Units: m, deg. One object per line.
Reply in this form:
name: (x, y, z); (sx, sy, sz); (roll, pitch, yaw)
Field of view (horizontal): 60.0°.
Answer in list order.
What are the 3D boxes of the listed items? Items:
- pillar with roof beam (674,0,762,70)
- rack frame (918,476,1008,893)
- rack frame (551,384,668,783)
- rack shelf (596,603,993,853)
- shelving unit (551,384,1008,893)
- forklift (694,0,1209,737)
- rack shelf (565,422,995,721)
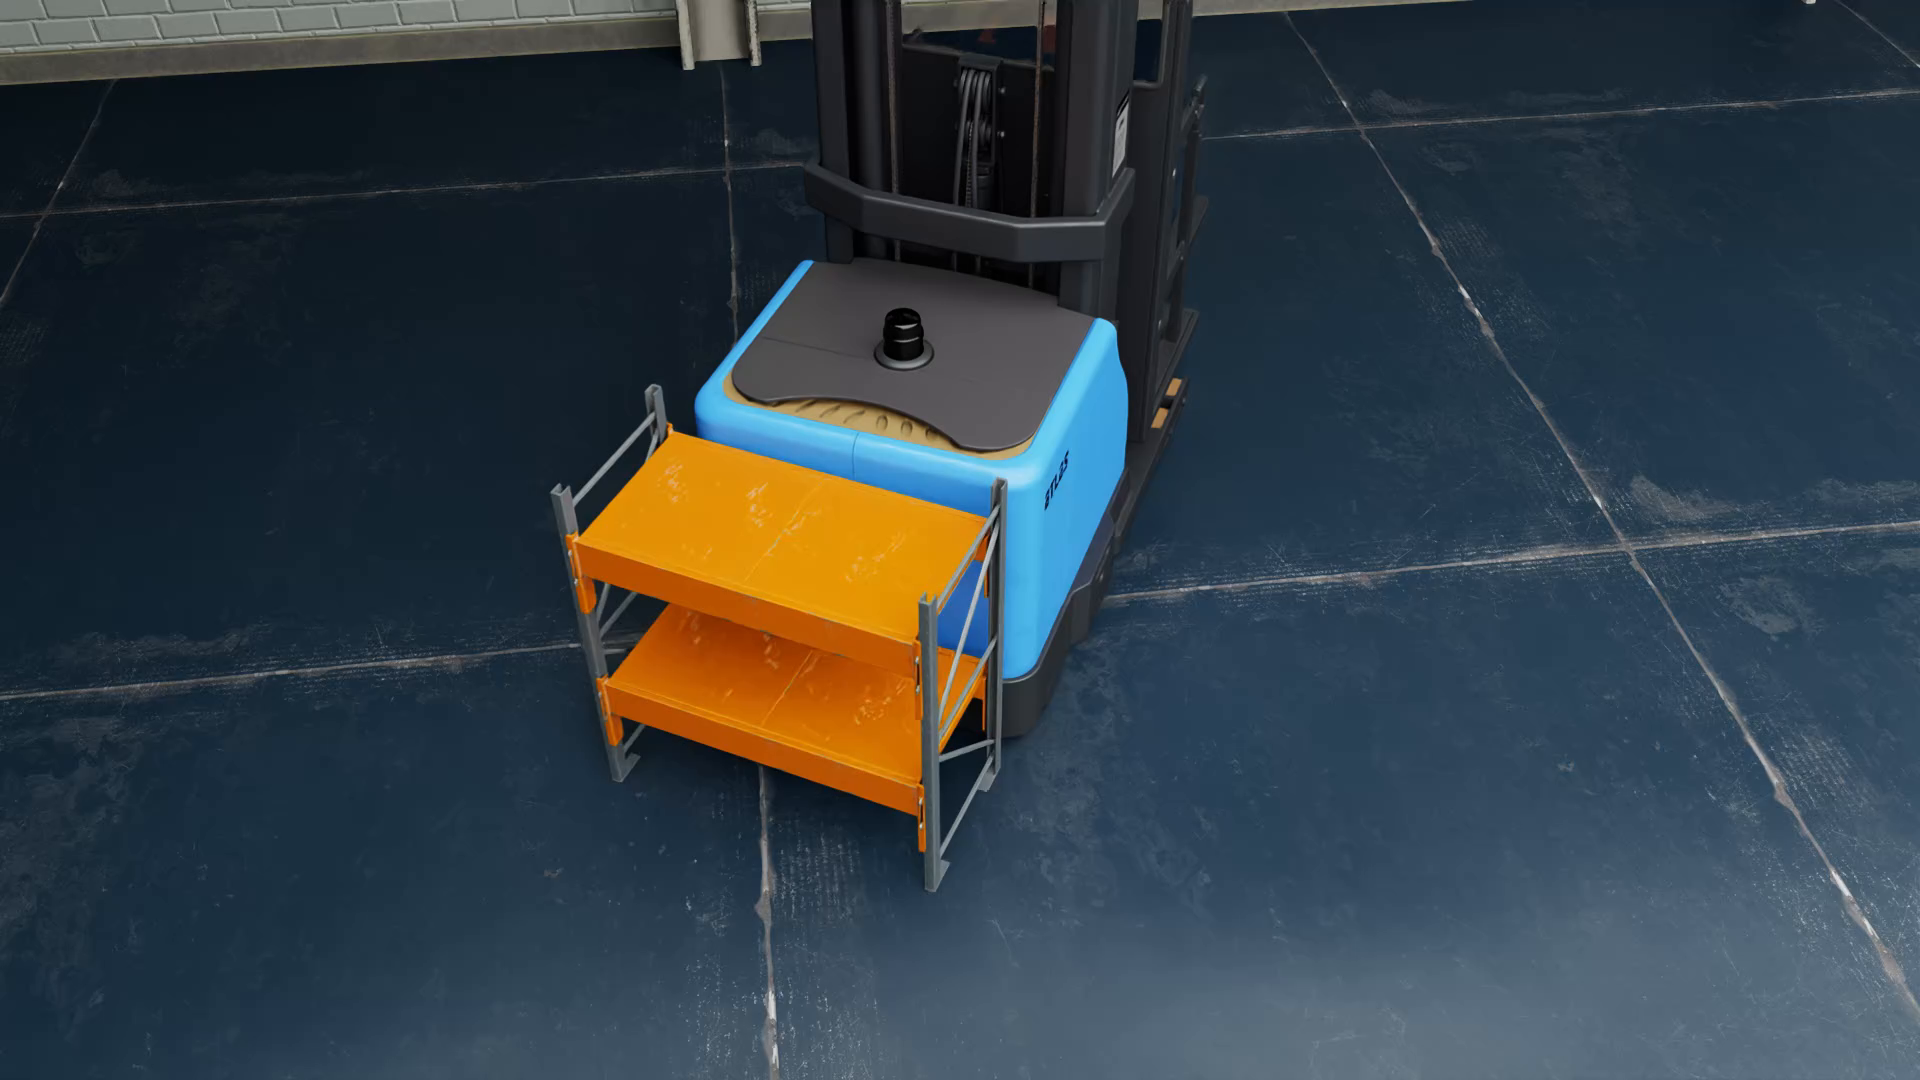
pillar with roof beam: (-0.662, -2.970, 2.324); (0.400, 9.000, 9.100); (-5, 42, -6)
rack frame: (0.012, 0.413, 4.452); (0.032, 1.125, 0.500); (16, 44, 17)
rack frame: (-0.925, 0.148, 4.746); (0.032, 1.125, 0.500); (16, 44, 17)
rack shelf: (-0.457, 0.462, 4.763); (1.000, 0.278, 0.538); (16, 44, 17)
shelving unit: (-0.457, 0.281, 4.599); (1.048, 1.125, 0.538); (16, 44, 17)
forklift: (0.219, -1.496, 5.221); (1.130, 2.935, 3.031); (14, 44, 15)
rack shelf: (-0.457, 0.063, 4.403); (1.000, 0.278, 0.538); (16, 44, 17)
